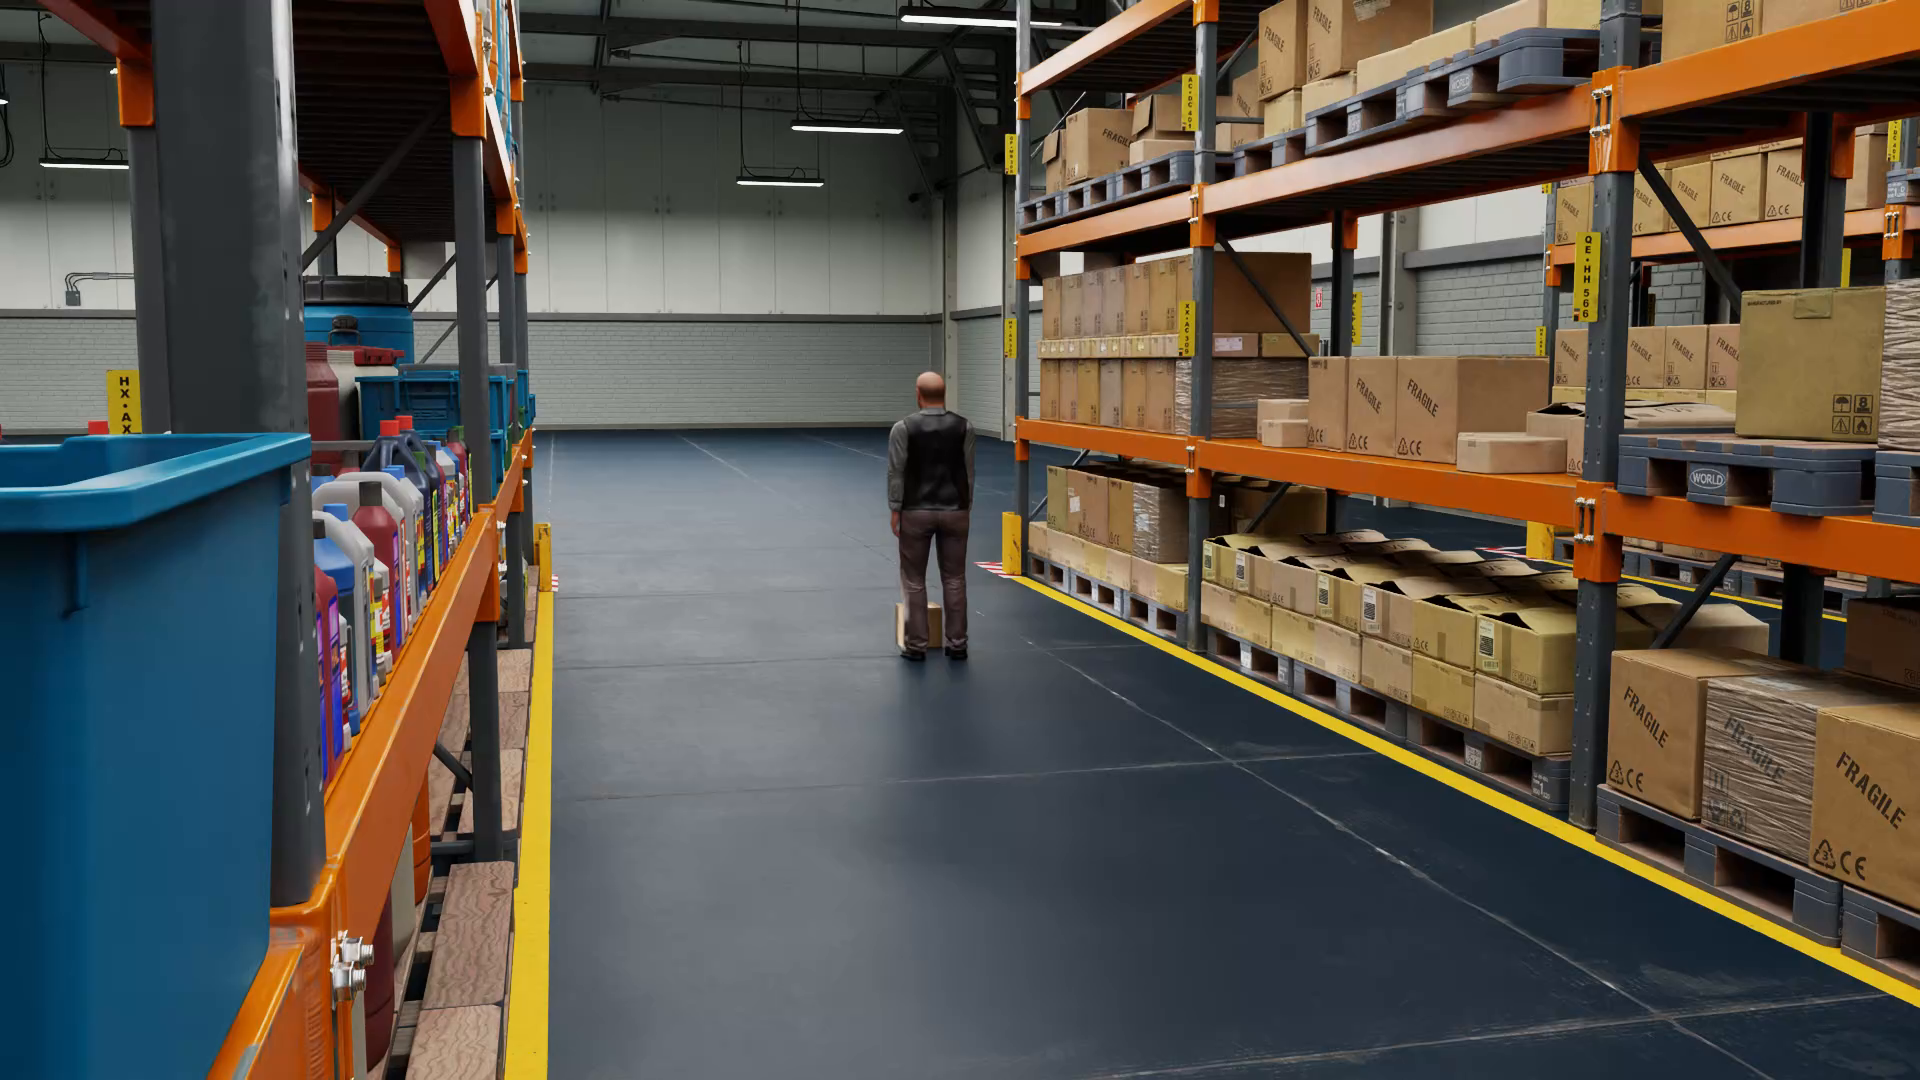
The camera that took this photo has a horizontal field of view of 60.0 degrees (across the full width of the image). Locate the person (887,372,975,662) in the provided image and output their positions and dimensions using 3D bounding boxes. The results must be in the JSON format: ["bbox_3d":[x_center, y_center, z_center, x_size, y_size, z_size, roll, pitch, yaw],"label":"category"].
[{"bbox_3d":[-0.176,-0.140,9.931,0.534,1.713,0.357,-1,6,-13],"label":"person"}]
